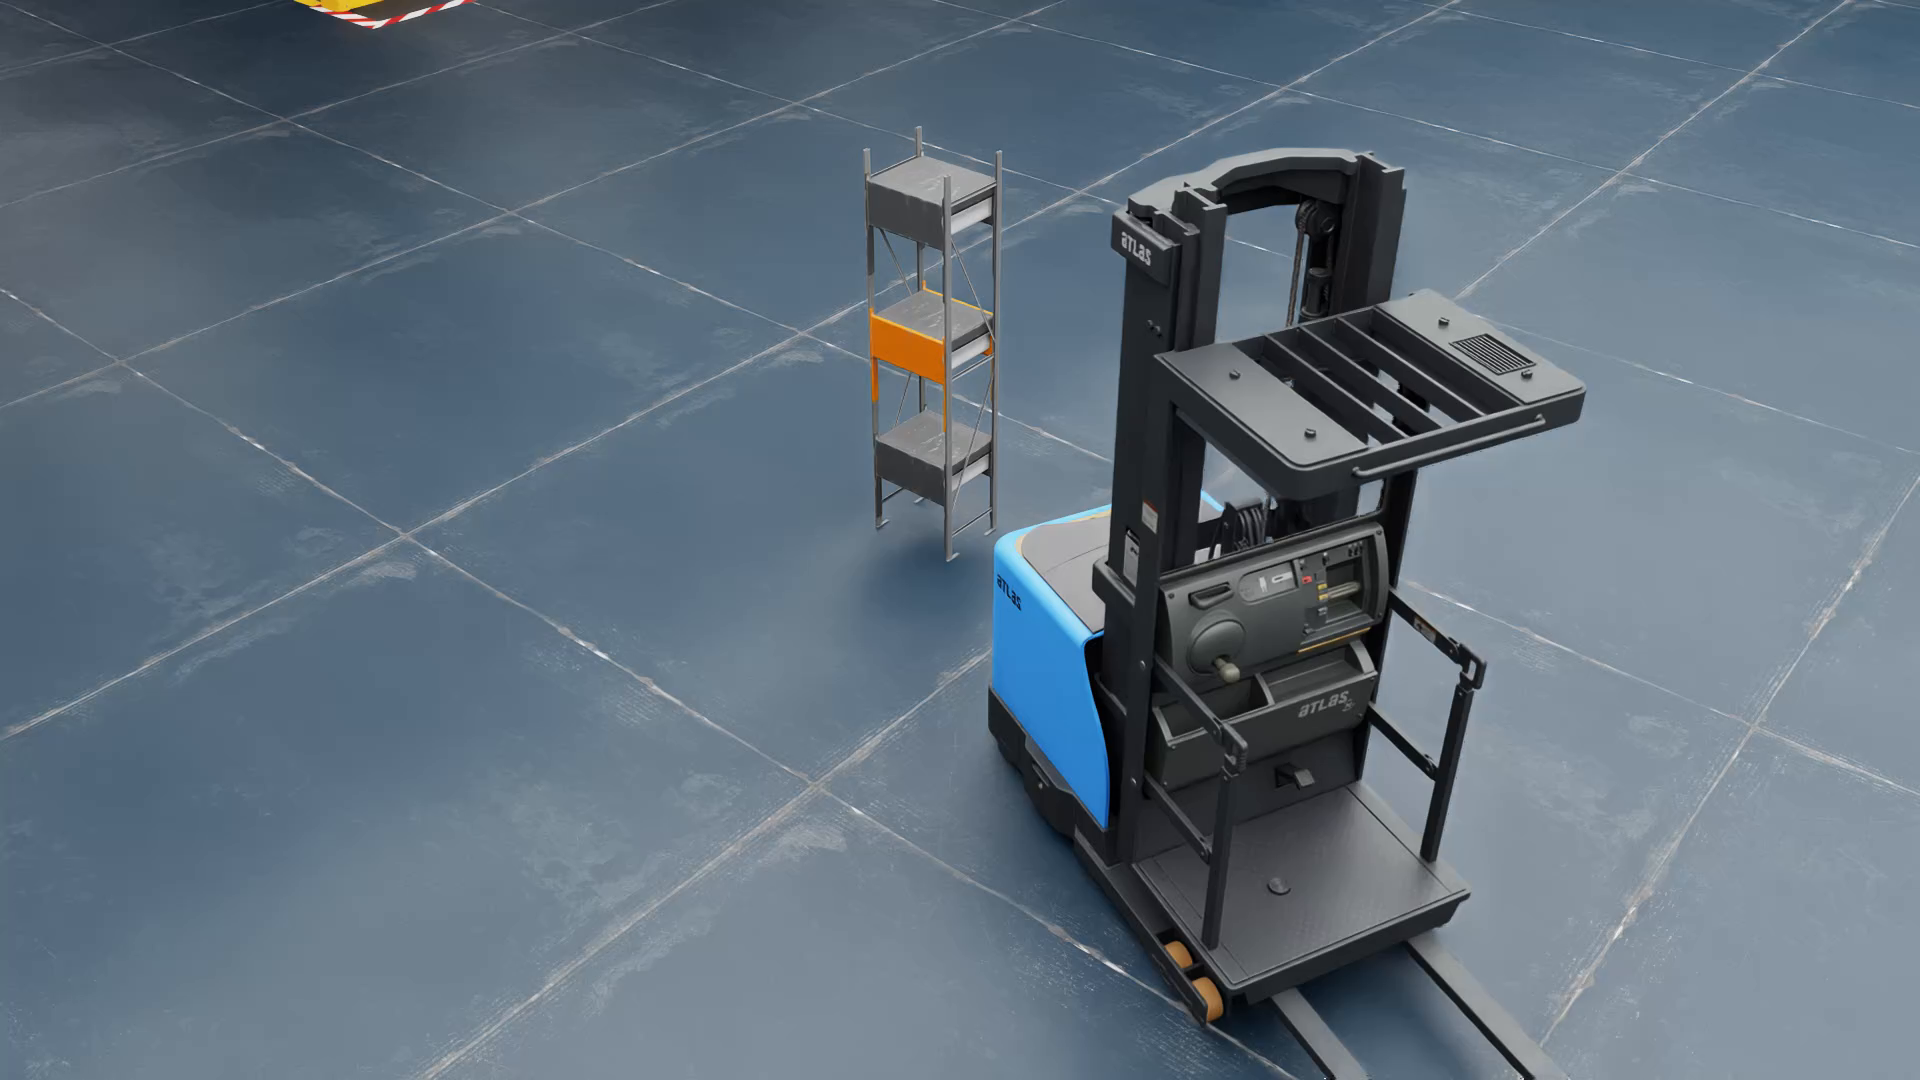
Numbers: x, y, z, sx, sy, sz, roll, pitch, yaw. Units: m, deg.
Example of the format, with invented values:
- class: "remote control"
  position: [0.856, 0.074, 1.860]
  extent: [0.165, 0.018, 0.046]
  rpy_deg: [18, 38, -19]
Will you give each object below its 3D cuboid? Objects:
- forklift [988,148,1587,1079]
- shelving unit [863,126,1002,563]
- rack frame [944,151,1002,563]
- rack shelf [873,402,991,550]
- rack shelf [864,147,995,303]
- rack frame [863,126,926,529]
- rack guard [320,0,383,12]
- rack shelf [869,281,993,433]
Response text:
- class: "forklift"
  position: [1.225, 0.289, 5.741]
  extent: [1.130, 2.935, 3.031]
  rpy_deg: [-15, 37, -21]
- class: "shelving unit"
  position: [-0.127, -0.926, 8.243]
  extent: [0.503, 2.100, 0.431]
  rpy_deg: [25, 42, 32]
- class: "rack frame"
  position: [0.060, -0.837, 8.114]
  extent: [0.015, 2.100, 0.400]
  rpy_deg: [25, 42, 32]
- class: "rack shelf"
  position: [-0.127, -0.337, 8.647]
  extent: [0.480, 0.518, 0.431]
  rpy_deg: [25, 42, 32]
- class: "rack shelf"
  position: [-0.127, -1.491, 7.854]
  extent: [0.480, 0.518, 0.431]
  rpy_deg: [25, 42, 32]
- class: "rack frame"
  position: [-0.315, -1.014, 8.372]
  extent: [0.015, 2.100, 0.400]
  rpy_deg: [25, 42, 32]
- class: "rack guard"
  position: [-5.830, -5.676, 16.573]
  extent: [0.348, 0.500, 1.175]
  rpy_deg: [25, 42, 32]
- class: "rack shelf"
  position: [-0.127, -0.914, 8.251]
  extent: [0.480, 0.518, 0.431]
  rpy_deg: [25, 42, 32]
